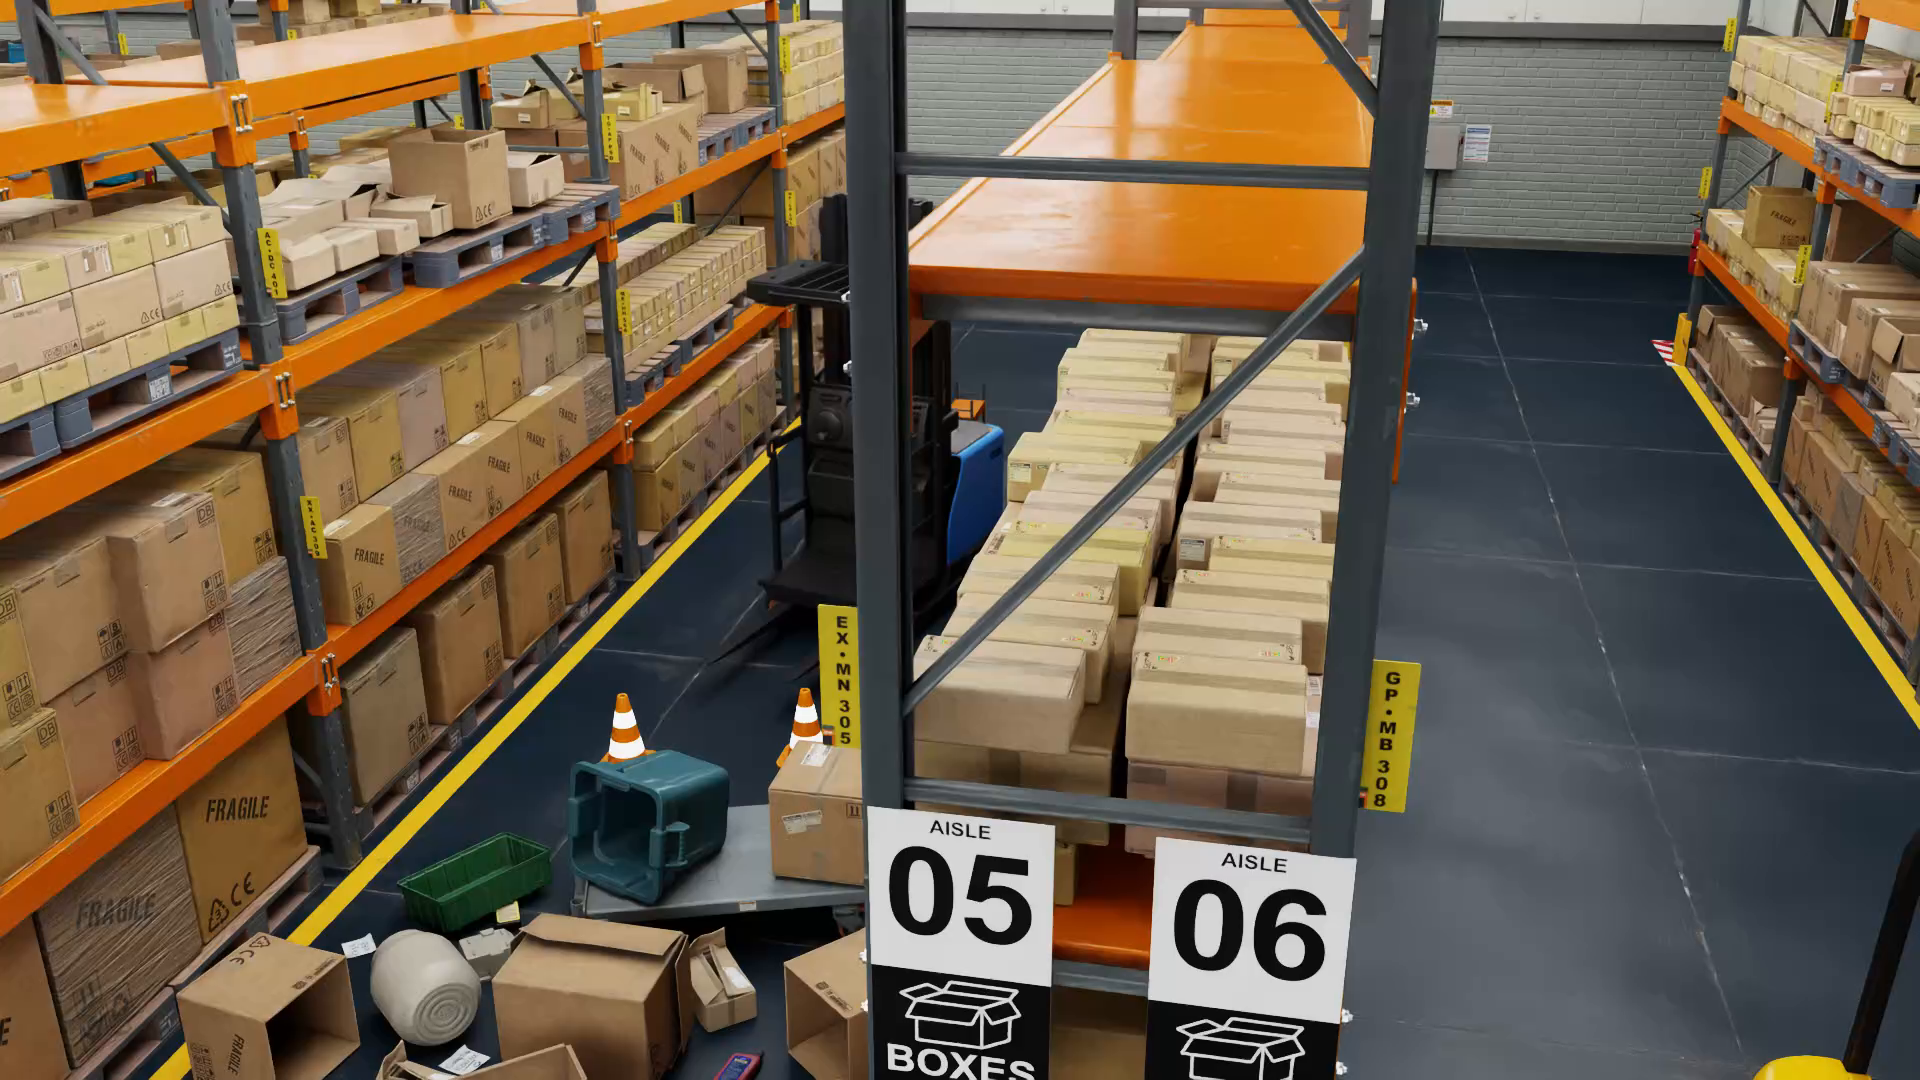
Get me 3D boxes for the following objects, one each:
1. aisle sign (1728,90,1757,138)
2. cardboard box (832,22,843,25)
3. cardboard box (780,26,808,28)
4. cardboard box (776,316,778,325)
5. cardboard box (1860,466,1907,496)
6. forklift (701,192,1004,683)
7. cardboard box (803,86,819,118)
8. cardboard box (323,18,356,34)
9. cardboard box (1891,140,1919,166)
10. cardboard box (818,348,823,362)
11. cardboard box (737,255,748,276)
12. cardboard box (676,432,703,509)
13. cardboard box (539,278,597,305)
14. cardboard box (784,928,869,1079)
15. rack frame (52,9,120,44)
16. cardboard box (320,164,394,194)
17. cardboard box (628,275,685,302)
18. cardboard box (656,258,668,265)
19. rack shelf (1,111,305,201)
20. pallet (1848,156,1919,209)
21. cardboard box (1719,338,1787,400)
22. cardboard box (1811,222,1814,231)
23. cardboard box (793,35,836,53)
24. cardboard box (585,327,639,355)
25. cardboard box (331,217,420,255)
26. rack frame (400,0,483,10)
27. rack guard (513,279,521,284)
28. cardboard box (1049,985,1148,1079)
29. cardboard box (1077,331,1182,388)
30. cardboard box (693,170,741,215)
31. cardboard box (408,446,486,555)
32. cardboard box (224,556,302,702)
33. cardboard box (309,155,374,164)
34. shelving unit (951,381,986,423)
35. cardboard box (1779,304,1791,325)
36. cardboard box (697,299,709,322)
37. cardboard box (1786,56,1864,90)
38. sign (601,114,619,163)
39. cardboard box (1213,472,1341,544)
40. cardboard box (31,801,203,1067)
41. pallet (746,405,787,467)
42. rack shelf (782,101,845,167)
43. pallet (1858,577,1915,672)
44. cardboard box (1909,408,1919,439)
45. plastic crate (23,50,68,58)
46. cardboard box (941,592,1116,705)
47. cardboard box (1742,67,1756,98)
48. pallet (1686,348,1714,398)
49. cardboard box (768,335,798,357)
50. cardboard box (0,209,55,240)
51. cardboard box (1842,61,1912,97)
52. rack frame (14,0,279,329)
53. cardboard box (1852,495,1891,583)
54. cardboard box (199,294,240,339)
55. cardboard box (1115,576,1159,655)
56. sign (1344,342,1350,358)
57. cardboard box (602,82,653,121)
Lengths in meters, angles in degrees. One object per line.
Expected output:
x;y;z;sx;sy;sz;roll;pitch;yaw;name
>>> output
8.149;-4.589;17.284;0.394;0.787;0.004;4;22;11;aisle sign
-1.210;-5.564;18.166;0.380;0.149;0.250;5;22;12;cardboard box
-1.840;-5.416;17.800;0.380;0.149;0.250;5;22;12;cardboard box
-2.109;-2.371;17.714;0.380;0.149;0.250;4;22;9;cardboard box
6.941;-0.429;12.350;0.380;0.149;0.250;3;22;8;cardboard box
-0.739;-0.815;11.484;1.130;2.935;3.031;10;24;23;forklift
-1.675;-4.245;16.095;0.500;0.250;0.500;4;22;10;cardboard box
-6.741;-5.172;17.365;0.700;0.500;0.500;6;23;14;cardboard box
6.867;-2.746;11.812;0.380;0.149;0.250;5;22;12;cardboard box
-1.654;-1.961;17.493;0.380;0.149;0.250;4;22;9;cardboard box
-2.115;-2.459;14.851;0.380;0.149;0.250;5;23;13;cardboard box
-2.444;-0.586;13.608;0.500;0.500;0.500;5;22;12;cardboard box
-3.128;-1.981;13.266;0.380;0.149;0.250;5;22;13;cardboard box
-0.437;2.122;7.442;0.500;0.500;0.500;-16;27;-35;cardboard box
-10.988;-7.629;20.280;1.000;3.000;0.127;4;22;11;rack frame
-3.507;-2.100;9.991;0.500;0.311;0.500;4;22;10;cardboard box
-2.438;-2.020;13.362;0.380;0.149;0.250;6;23;13;cardboard box
-2.807;-2.413;14.736;0.380;0.149;0.250;4;22;9;cardboard box
-7.364;-3.332;14.589;1.077;0.370;4.000;4;22;11;rack shelf
7.196;-2.565;11.973;1.213;0.211;1.003;4;22;11;pallet
7.786;-1.659;16.273;0.500;0.500;0.500;5;22;12;cardboard box
8.482;-3.027;16.688;0.500;0.250;0.500;5;22;11;cardboard box
-1.468;-4.991;16.743;0.380;0.149;0.250;4;22;9;cardboard box
-2.642;-1.505;12.482;0.380;0.149;0.250;5;23;13;cardboard box
-3.212;-1.673;9.149;0.380;0.149;0.250;4;22;11;cardboard box
-6.139;-7.251;19.343;1.000;3.000;0.127;4;22;11;rack frame
-6.134;-3.318;20.952;1.175;0.500;0.348;4;22;11;rack guard
0.188;1.287;4.303;0.700;0.500;0.500;4;22;10;cardboard box
0.642;-0.685;6.324;0.380;0.149;0.250;4;22;9;cardboard box
-2.289;-3.431;16.018;0.500;0.500;0.500;4;22;9;cardboard box
-3.175;-0.250;9.856;0.500;0.500;0.500;4;22;11;cardboard box
-3.817;0.402;8.171;0.875;0.550;0.550;4;22;11;cardboard box
-6.499;-3.757;17.496;0.500;0.500;0.500;4;22;11;cardboard box
0.034;-0.617;13.311;0.258;1.200;0.503;4;22;11;shelving unit
7.456;-1.989;14.644;0.380;0.149;0.250;5;22;12;cardboard box
-2.325;-1.934;13.945;0.380;0.149;0.250;4;22;9;cardboard box
7.680;-4.139;14.763;0.500;0.250;0.500;5;22;12;cardboard box
-2.395;-2.750;11.384;0.100;0.325;0.005;4;22;11;sign
0.931;-0.074;4.806;0.380;0.149;0.250;5;22;12;cardboard box
-4.130;1.681;7.477;0.875;0.875;0.875;5;22;11;cardboard box
-2.278;-1.012;15.614;1.003;0.211;1.213;4;22;11;pallet
-1.713;-4.380;17.191;1.077;0.370;4.000;4;22;11;rack shelf
6.979;0.613;11.579;1.003;0.211;1.213;4;22;11;pallet
6.548;-0.758;11.025;0.380;0.149;0.250;5;22;12;cardboard box
-10.910;-5.757;19.931;0.450;0.188;0.336;4;22;11;plastic crate
0.168;0.256;3.986;0.380;0.149;0.250;5;22;12;cardboard box
7.980;-4.467;16.247;0.500;0.250;0.500;5;22;12;cardboard box
8.245;-1.723;17.380;1.003;0.211;1.213;4;22;11;pallet
-1.733;-1.945;16.656;0.380;0.149;0.250;6;23;14;cardboard box
-4.211;-1.350;7.278;0.380;0.149;0.250;4;22;10;cardboard box
7.203;-3.636;13.068;0.396;0.266;0.258;4;22;10;cardboard box
-3.753;-2.447;7.415;1.000;3.000;0.127;4;22;11;rack frame
6.882;0.010;12.128;0.500;0.500;0.500;5;23;13;cardboard box
-3.514;-1.023;7.534;0.380;0.149;0.250;4;22;11;cardboard box
0.255;0.288;4.440;0.500;0.250;0.500;4;22;10;cardboard box
1.646;-0.917;6.938;0.100;0.325;0.005;4;22;11;sign
-2.479;-3.236;12.230;0.396;0.266;0.258;4;22;11;cardboard box
